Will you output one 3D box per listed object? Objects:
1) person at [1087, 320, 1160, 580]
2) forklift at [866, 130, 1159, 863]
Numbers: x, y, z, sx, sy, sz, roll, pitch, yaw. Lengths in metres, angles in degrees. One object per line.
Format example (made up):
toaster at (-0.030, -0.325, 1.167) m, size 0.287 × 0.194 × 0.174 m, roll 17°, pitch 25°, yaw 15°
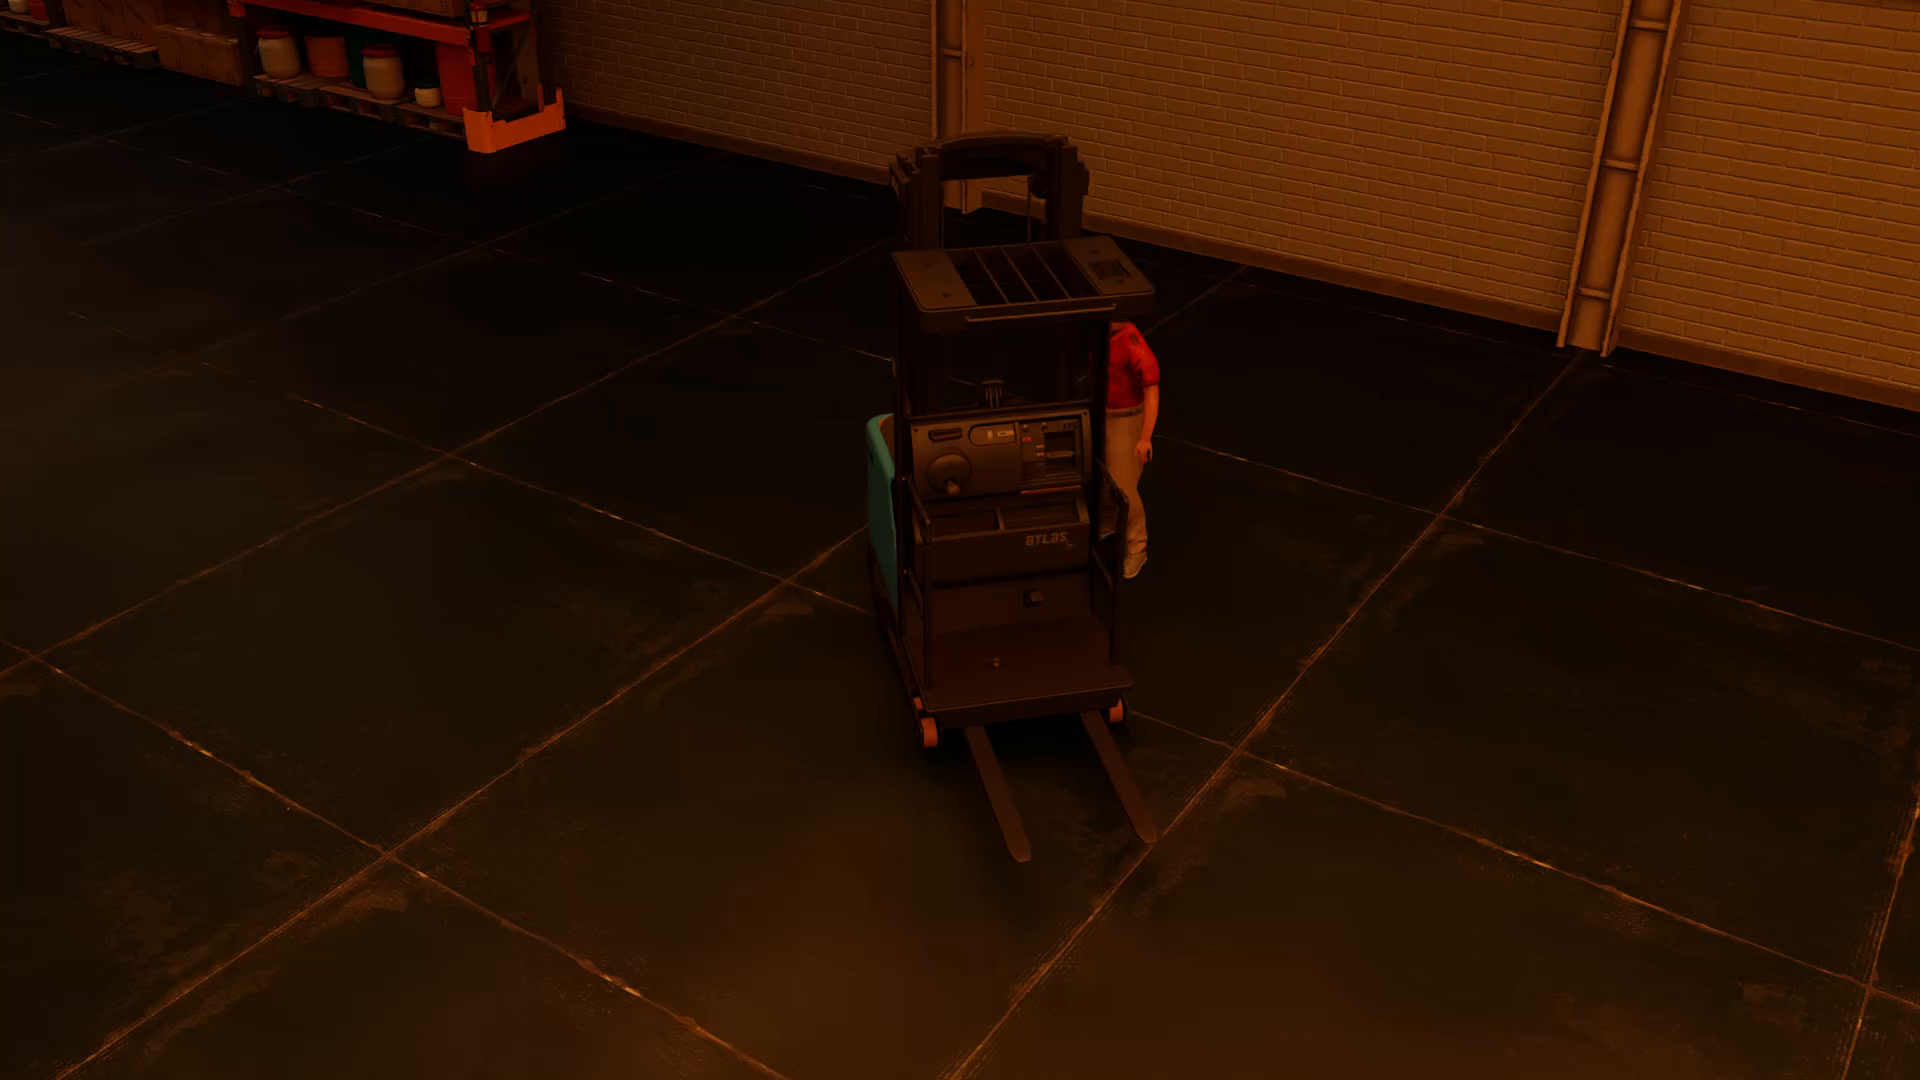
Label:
person at (0.948, -0.702, 10.020) m, size 0.390 × 1.702 × 0.842 m, roll -14°, pitch 33°, yaw -23°
forklift at (0.261, -0.391, 8.255) m, size 1.130 × 2.935 × 3.031 m, roll -6°, pitch 31°, yaw -11°
